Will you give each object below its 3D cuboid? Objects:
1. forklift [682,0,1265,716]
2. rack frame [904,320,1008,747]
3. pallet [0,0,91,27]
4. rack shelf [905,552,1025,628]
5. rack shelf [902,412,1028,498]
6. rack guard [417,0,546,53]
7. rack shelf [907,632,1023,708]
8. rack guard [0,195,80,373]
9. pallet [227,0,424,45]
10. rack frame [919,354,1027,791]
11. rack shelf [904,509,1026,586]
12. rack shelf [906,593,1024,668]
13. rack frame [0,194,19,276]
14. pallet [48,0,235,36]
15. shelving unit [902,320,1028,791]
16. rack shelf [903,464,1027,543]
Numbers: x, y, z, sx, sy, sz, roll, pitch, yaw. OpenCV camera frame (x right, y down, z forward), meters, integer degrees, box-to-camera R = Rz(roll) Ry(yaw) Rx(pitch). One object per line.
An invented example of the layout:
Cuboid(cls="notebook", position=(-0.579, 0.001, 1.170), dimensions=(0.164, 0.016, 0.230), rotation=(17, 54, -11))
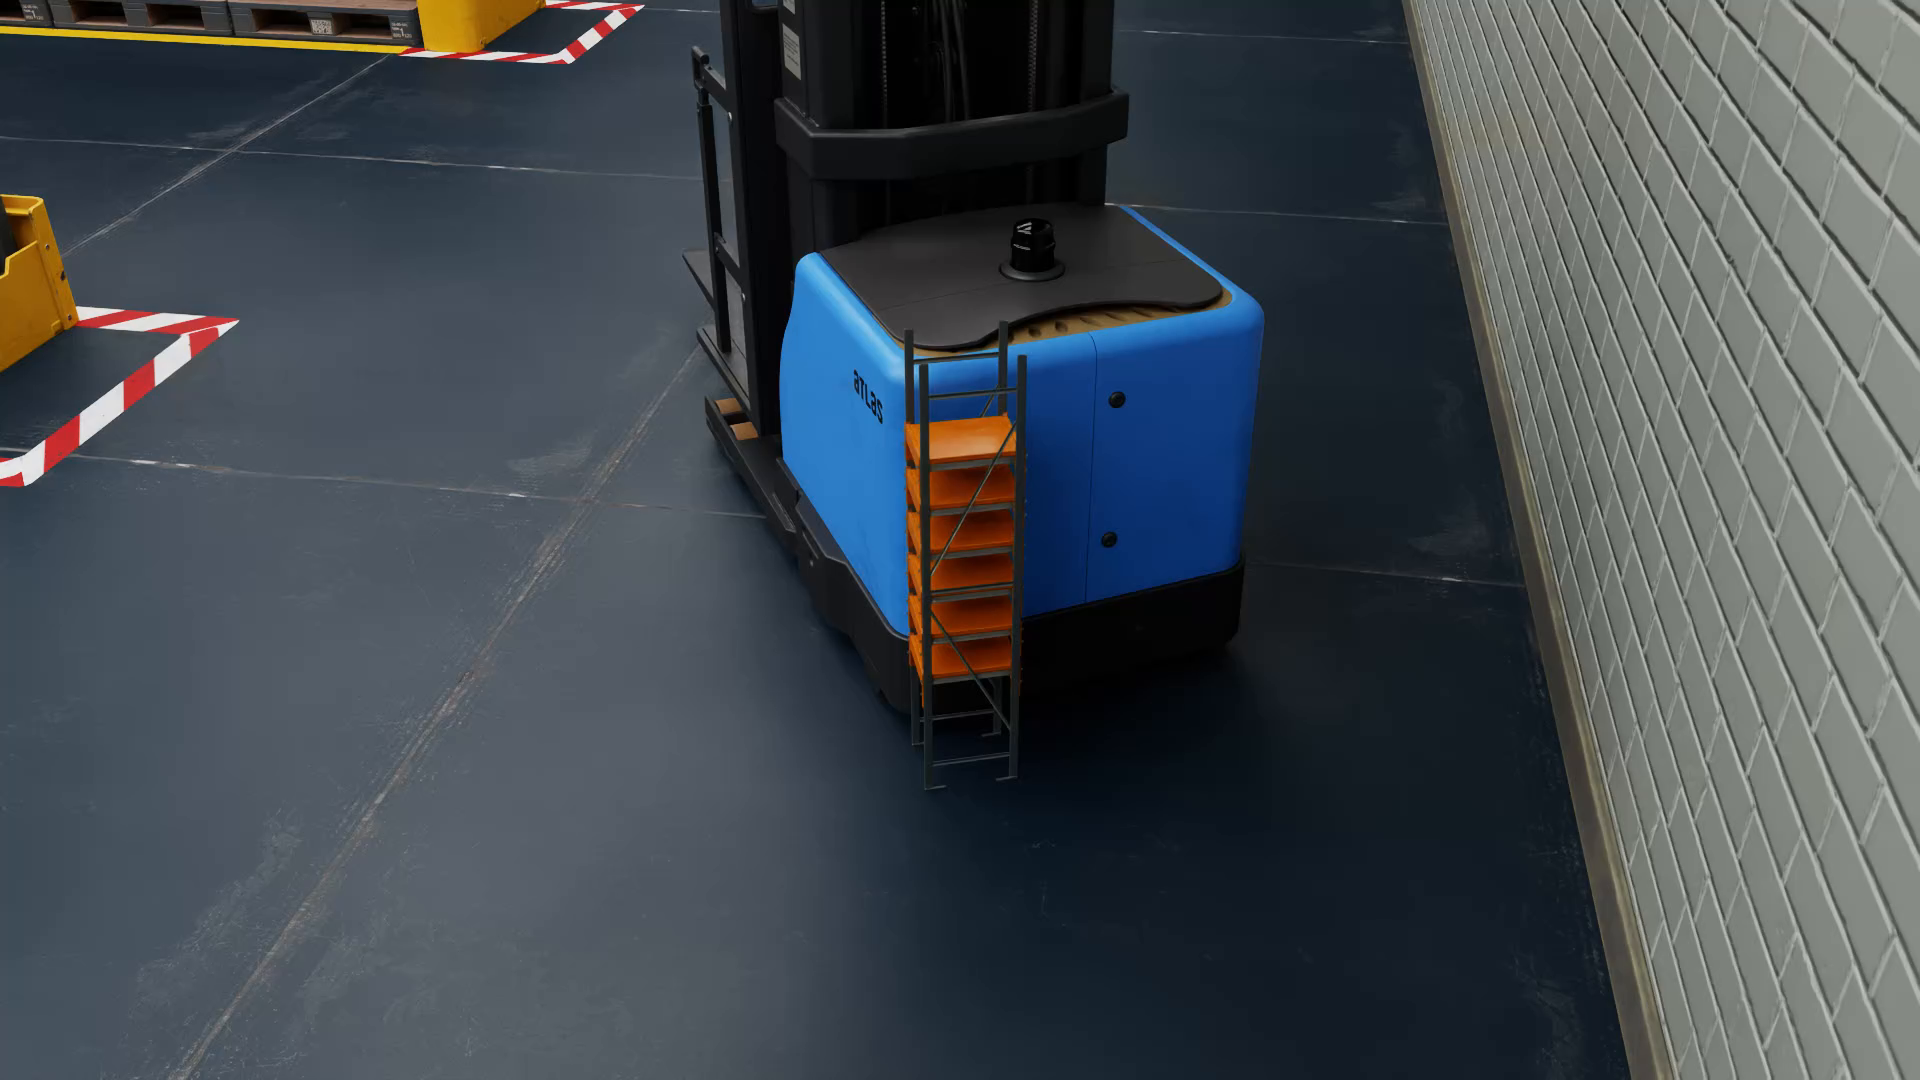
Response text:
Cuboid(cls="forklift", position=(-0.234, -1.548, 4.961), dimensions=(1.130, 2.935, 3.031), rotation=(-12, 34, -19))
Cuboid(cls="rack frame", position=(-0.008, 0.021, 4.085), dimensions=(0.240, 1.200, 0.006), rotation=(-6, 33, -10))
Cuboid(cls="pallet", position=(-6.179, -3.599, 10.800), dimensions=(1.213, 0.211, 1.003), rotation=(5, 32, 8))
Cuboid(cls="rack shelf", position=(0.010, 0.106, 4.033), dimensions=(0.258, 0.103, 0.180), rotation=(-6, 33, -10))
Cuboid(cls="rack shelf", position=(0.010, -0.199, 3.842), dimensions=(0.258, 0.103, 0.180), rotation=(-6, 33, -10))
Cuboid(cls="rack guard", position=(-2.941, -3.414, 10.233), dimensions=(0.348, 0.500, 1.175), rotation=(5, 32, 8))
Cuboid(cls="rack shelf", position=(0.010, 0.310, 4.160), dimensions=(0.258, 0.103, 0.180), rotation=(-6, 33, -10))
Cuboid(cls="rack guard", position=(-3.777, -0.817, 6.084), dimensions=(0.348, 0.500, 1.175), rotation=(5, 32, 8))
Cuboid(cls="pallet", position=(-3.774, -3.381, 10.452), dimensions=(1.213, 0.211, 1.003), rotation=(5, 32, 8))
Cuboid(cls="rack frame", position=(0.029, 0.116, 3.933), dimensions=(0.240, 1.200, 0.006), rotation=(-6, 33, -10))
Cuboid(cls="rack shelf", position=(0.010, 0.005, 3.969), dimensions=(0.258, 0.103, 0.180), rotation=(-6, 33, -10))
Cuboid(cls="rack shelf", position=(0.010, 0.208, 4.097), dimensions=(0.258, 0.103, 0.180), rotation=(-6, 33, -10))
Cuboid(cls="rack frame", position=(-3.800, -1.879, 5.424), dimensions=(0.127, 3.000, 1.000), rotation=(5, 32, 8))
Cuboid(cls="pallet", position=(-4.973, -3.491, 10.628), dimensions=(1.213, 0.211, 1.003), rotation=(5, 32, 8))
Cuboid(cls="shelving unit", position=(0.010, 0.069, 4.009), dimensions=(0.258, 1.200, 0.189), rotation=(-6, 33, -10))
Cuboid(cls="rack shelf", position=(0.010, -0.097, 3.906), dimensions=(0.258, 0.103, 0.180), rotation=(-6, 33, -10))
